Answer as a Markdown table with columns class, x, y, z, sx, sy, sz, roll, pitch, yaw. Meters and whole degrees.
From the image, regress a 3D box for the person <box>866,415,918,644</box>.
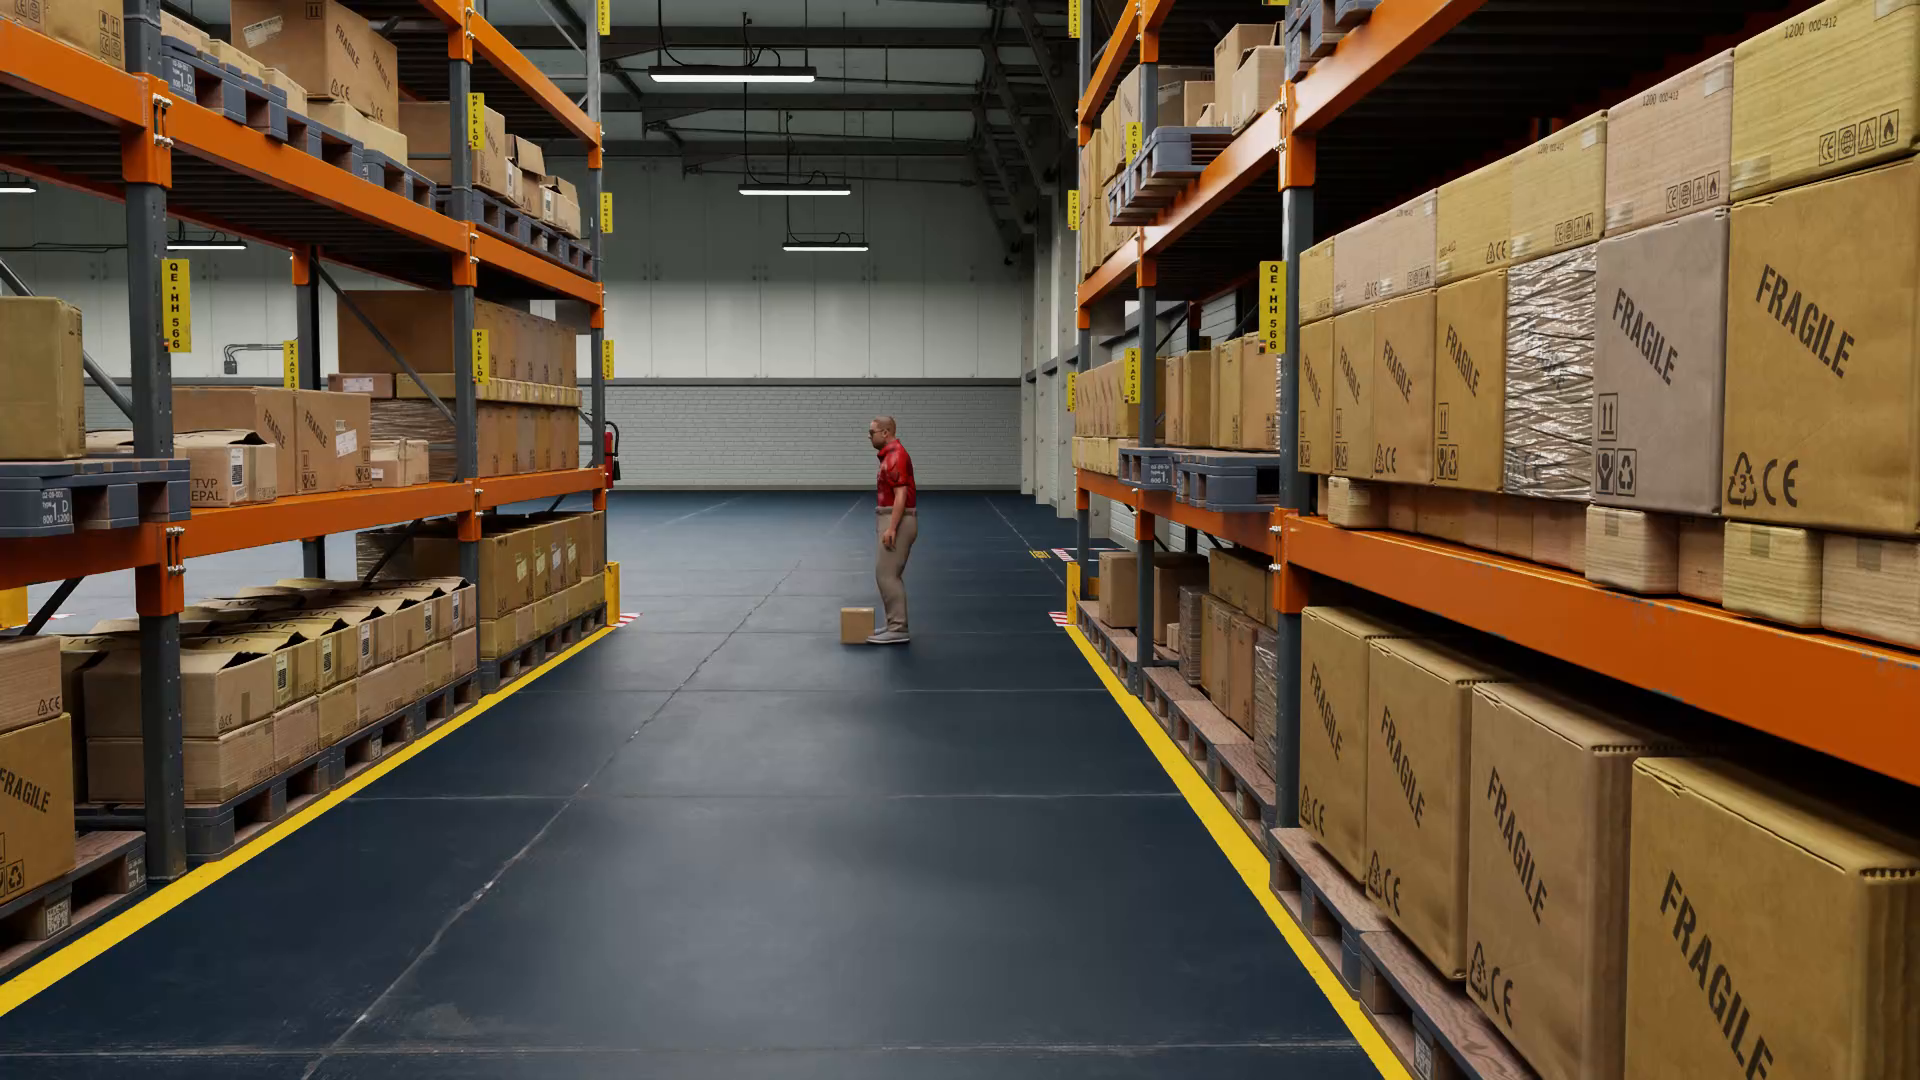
| class | x | y | z | sx | sy | sz | roll | pitch | yaw |
| --- | --- | --- | --- | --- | --- | --- | --- | --- | --- |
| person | -0.525 | -0.085 | 12.660 | 0.390 | 1.726 | 0.601 | 0 | 4 | -5 |
